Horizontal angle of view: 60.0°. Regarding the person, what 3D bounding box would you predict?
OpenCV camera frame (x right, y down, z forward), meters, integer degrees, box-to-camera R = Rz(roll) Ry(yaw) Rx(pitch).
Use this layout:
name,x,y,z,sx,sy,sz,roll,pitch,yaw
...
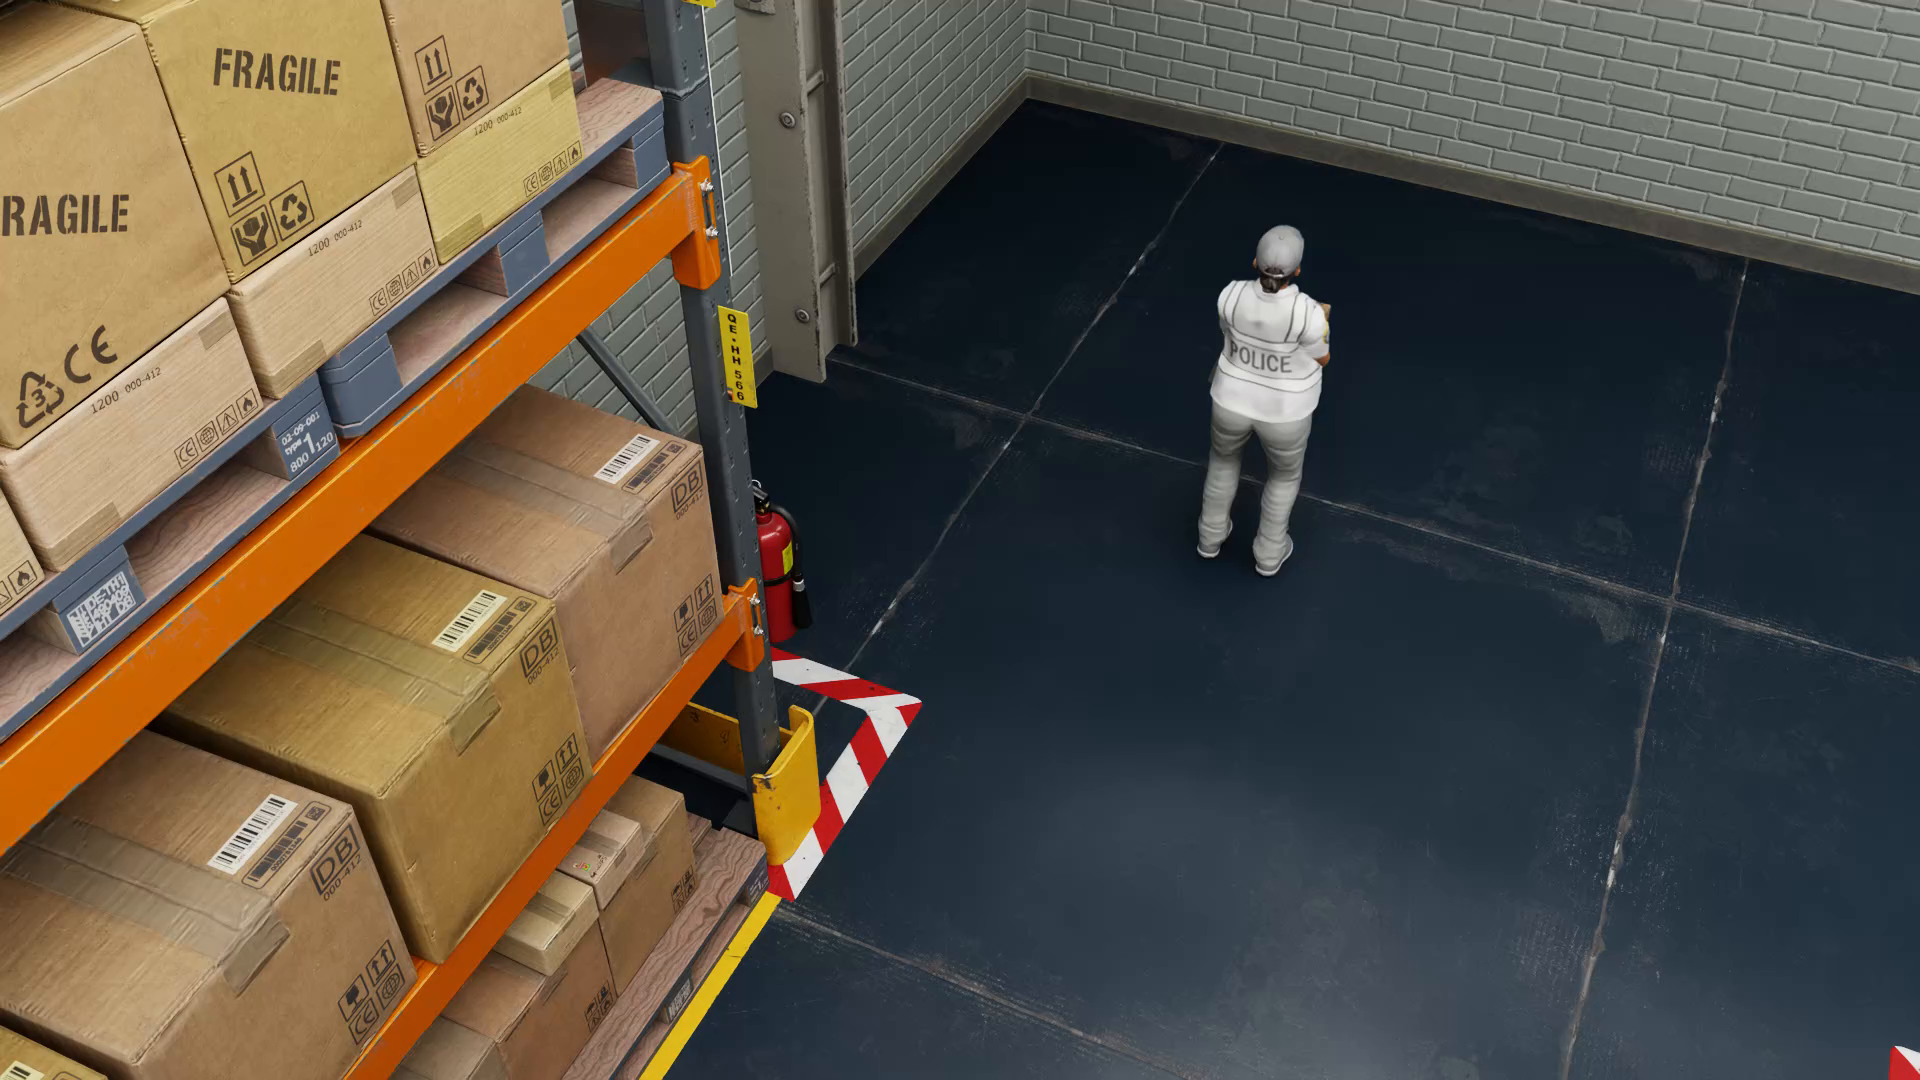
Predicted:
name,x,y,z,sx,sy,sz,roll,pitch,yaw
person,1.263,-0.604,6.831,0.454,1.659,0.542,18,45,19
